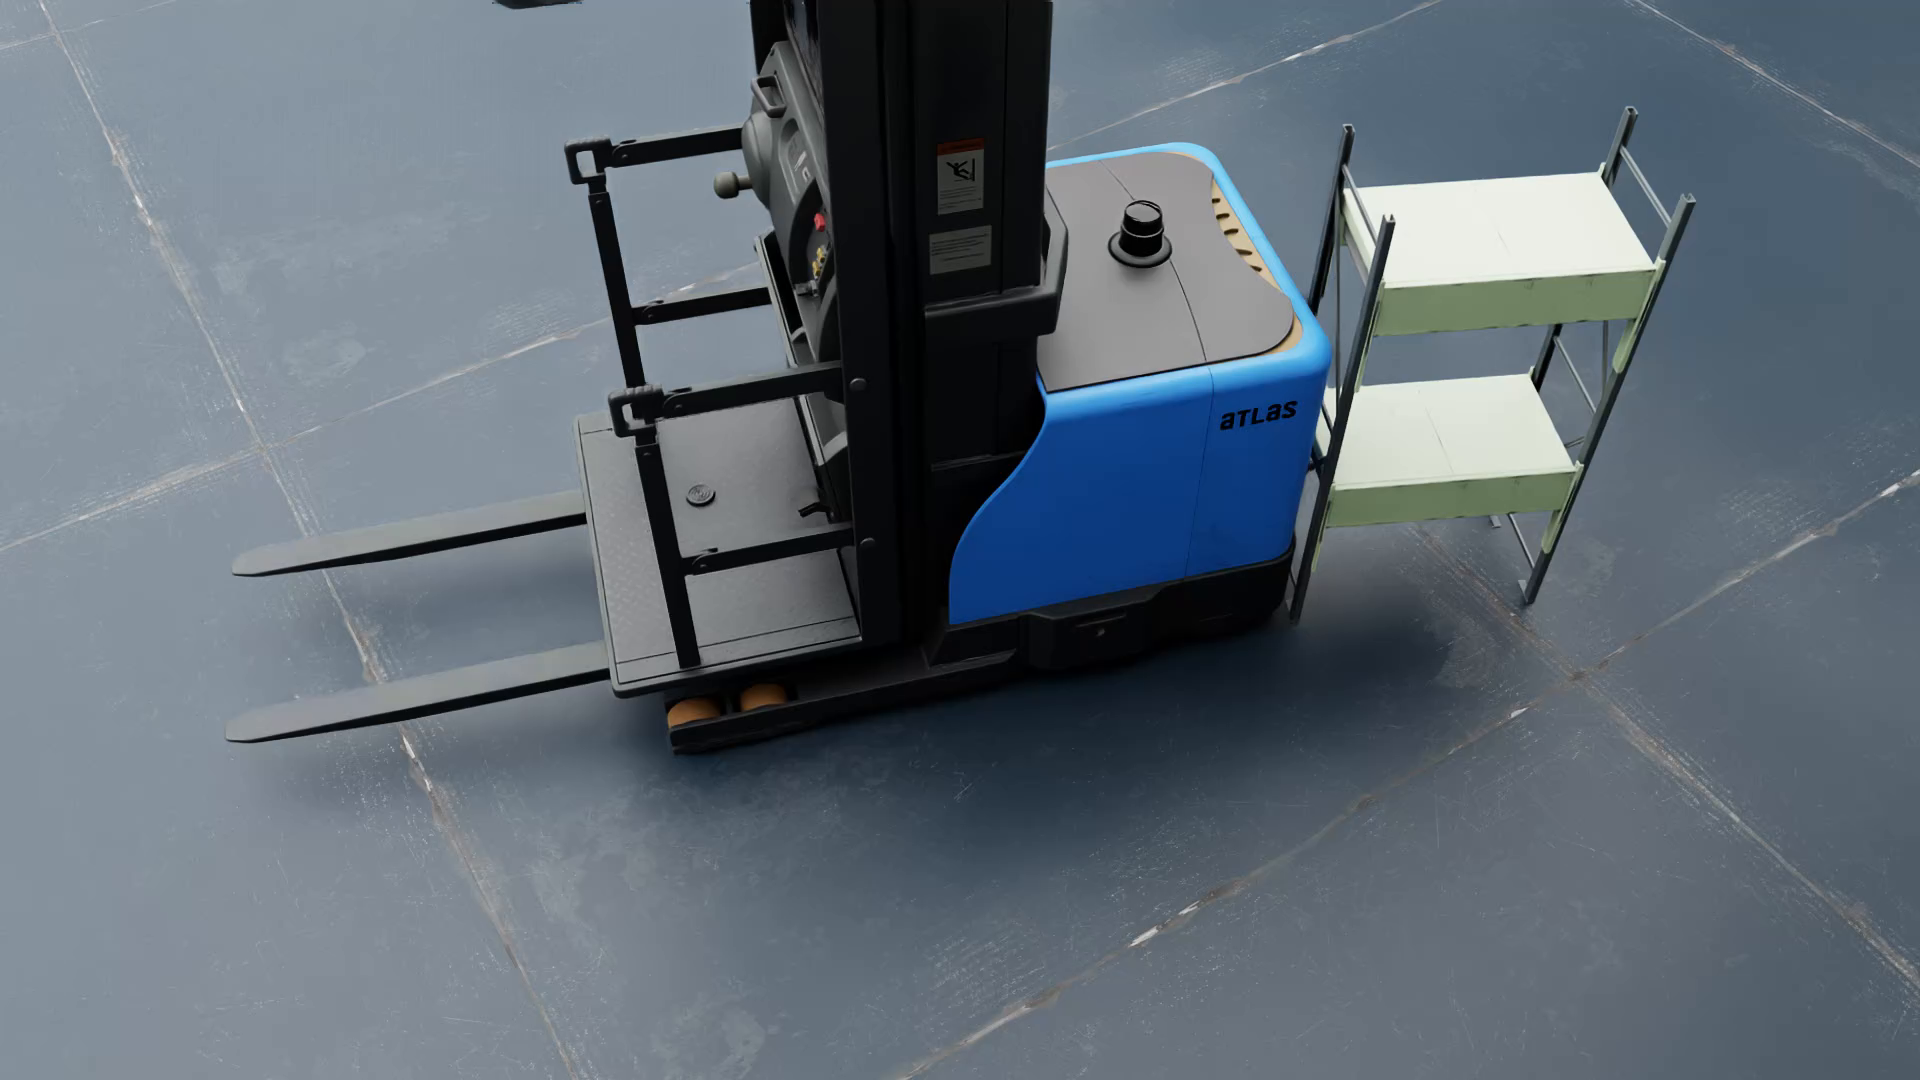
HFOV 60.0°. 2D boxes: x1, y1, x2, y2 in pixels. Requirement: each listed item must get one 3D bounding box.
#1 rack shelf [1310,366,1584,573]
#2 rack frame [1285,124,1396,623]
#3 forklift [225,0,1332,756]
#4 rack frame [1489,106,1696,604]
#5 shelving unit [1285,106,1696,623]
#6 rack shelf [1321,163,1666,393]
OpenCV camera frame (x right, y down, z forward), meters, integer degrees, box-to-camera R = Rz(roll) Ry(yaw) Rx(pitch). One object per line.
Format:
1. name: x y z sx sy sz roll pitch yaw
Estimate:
1. rack shelf: 1.356 -0.208 4.867 0.720 0.370 0.431 -5 48 -4
2. rack frame: 0.993 -0.396 4.598 0.023 1.500 0.400 -5 48 -4
3. forklift: -0.596 -0.814 4.012 3.031 2.935 1.130 -11 49 -10
4. rack frame: 1.720 -0.454 4.650 0.023 1.500 0.400 -5 48 -4
5. shelving unit: 1.357 -0.425 4.624 0.755 1.500 0.431 -5 48 -4
6. rack shelf: 1.357 -0.684 4.332 0.720 0.370 0.431 -5 48 -4
